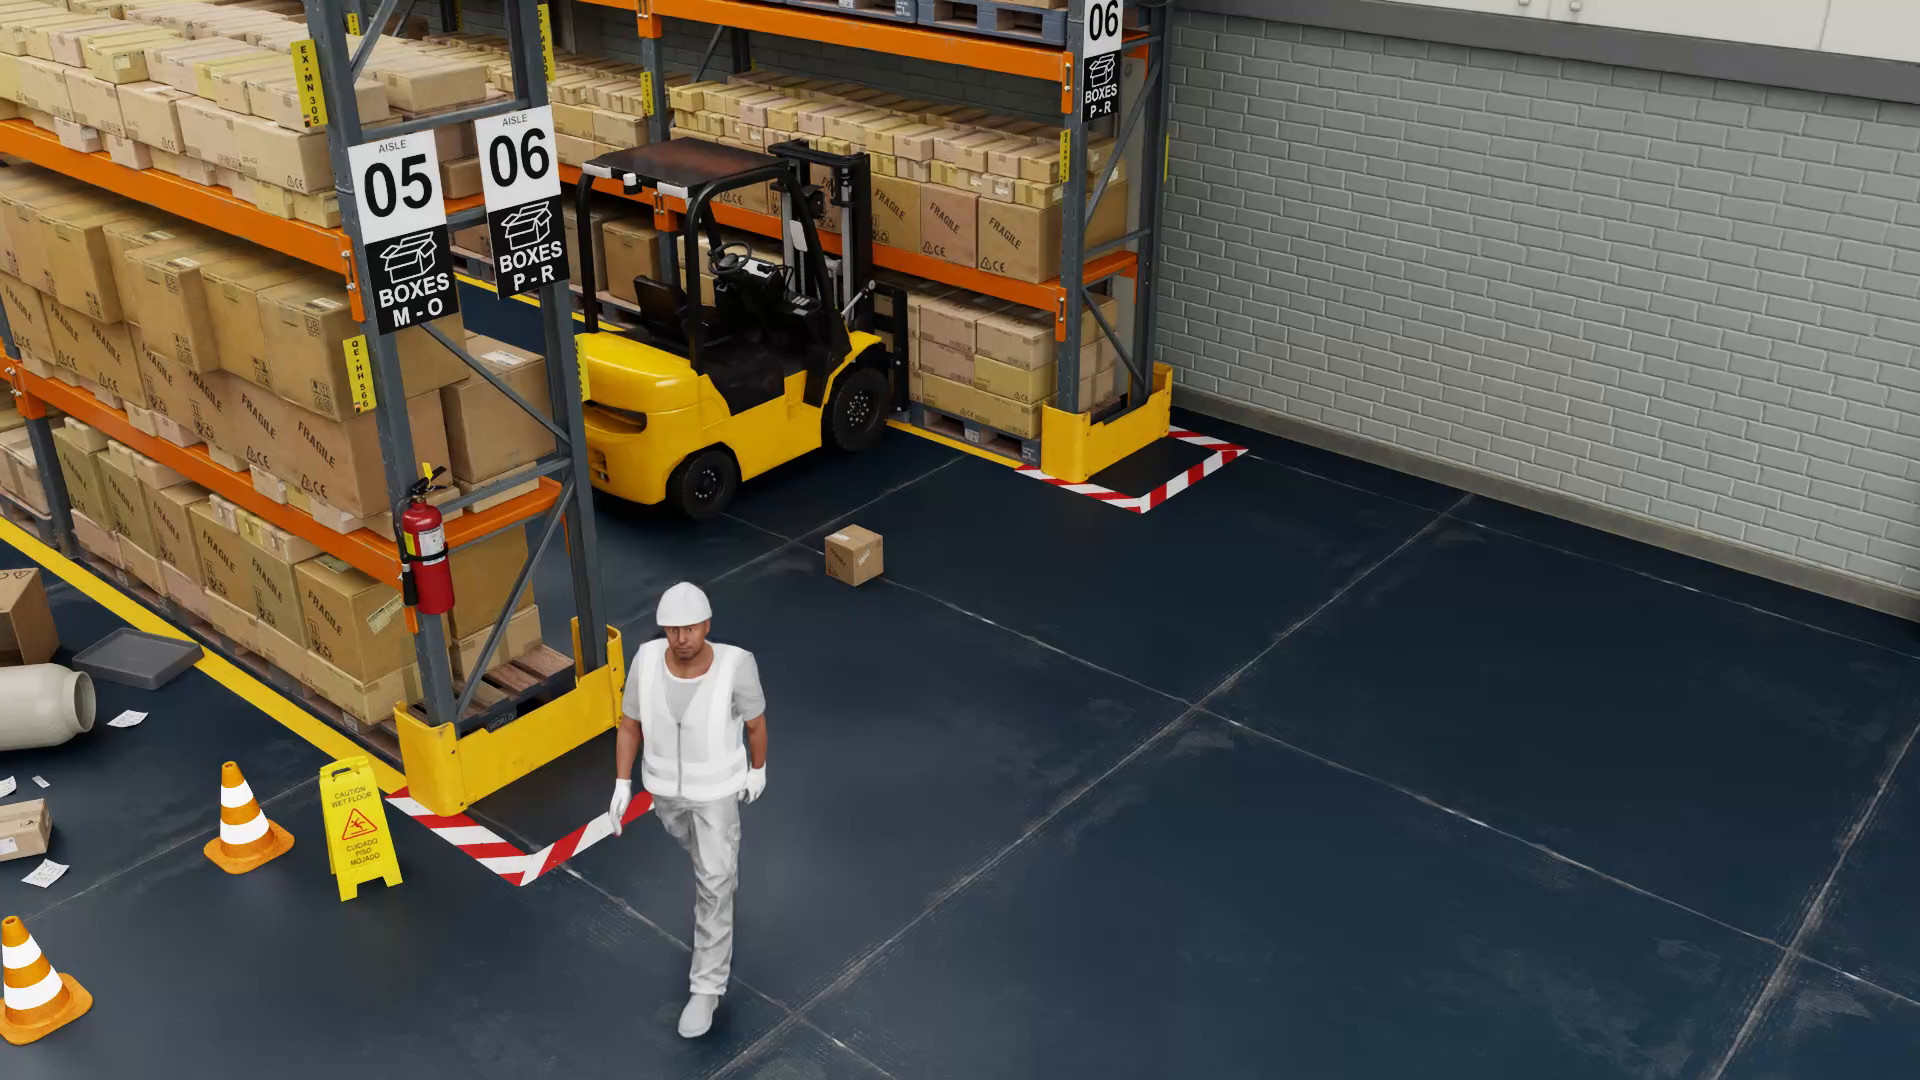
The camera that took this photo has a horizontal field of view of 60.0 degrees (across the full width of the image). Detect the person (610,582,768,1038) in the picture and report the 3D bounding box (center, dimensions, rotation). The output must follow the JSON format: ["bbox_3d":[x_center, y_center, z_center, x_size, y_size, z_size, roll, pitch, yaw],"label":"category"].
[{"bbox_3d":[-1.096,1.001,6.619,0.557,1.729,1.017,6,28,12],"label":"person"}]
